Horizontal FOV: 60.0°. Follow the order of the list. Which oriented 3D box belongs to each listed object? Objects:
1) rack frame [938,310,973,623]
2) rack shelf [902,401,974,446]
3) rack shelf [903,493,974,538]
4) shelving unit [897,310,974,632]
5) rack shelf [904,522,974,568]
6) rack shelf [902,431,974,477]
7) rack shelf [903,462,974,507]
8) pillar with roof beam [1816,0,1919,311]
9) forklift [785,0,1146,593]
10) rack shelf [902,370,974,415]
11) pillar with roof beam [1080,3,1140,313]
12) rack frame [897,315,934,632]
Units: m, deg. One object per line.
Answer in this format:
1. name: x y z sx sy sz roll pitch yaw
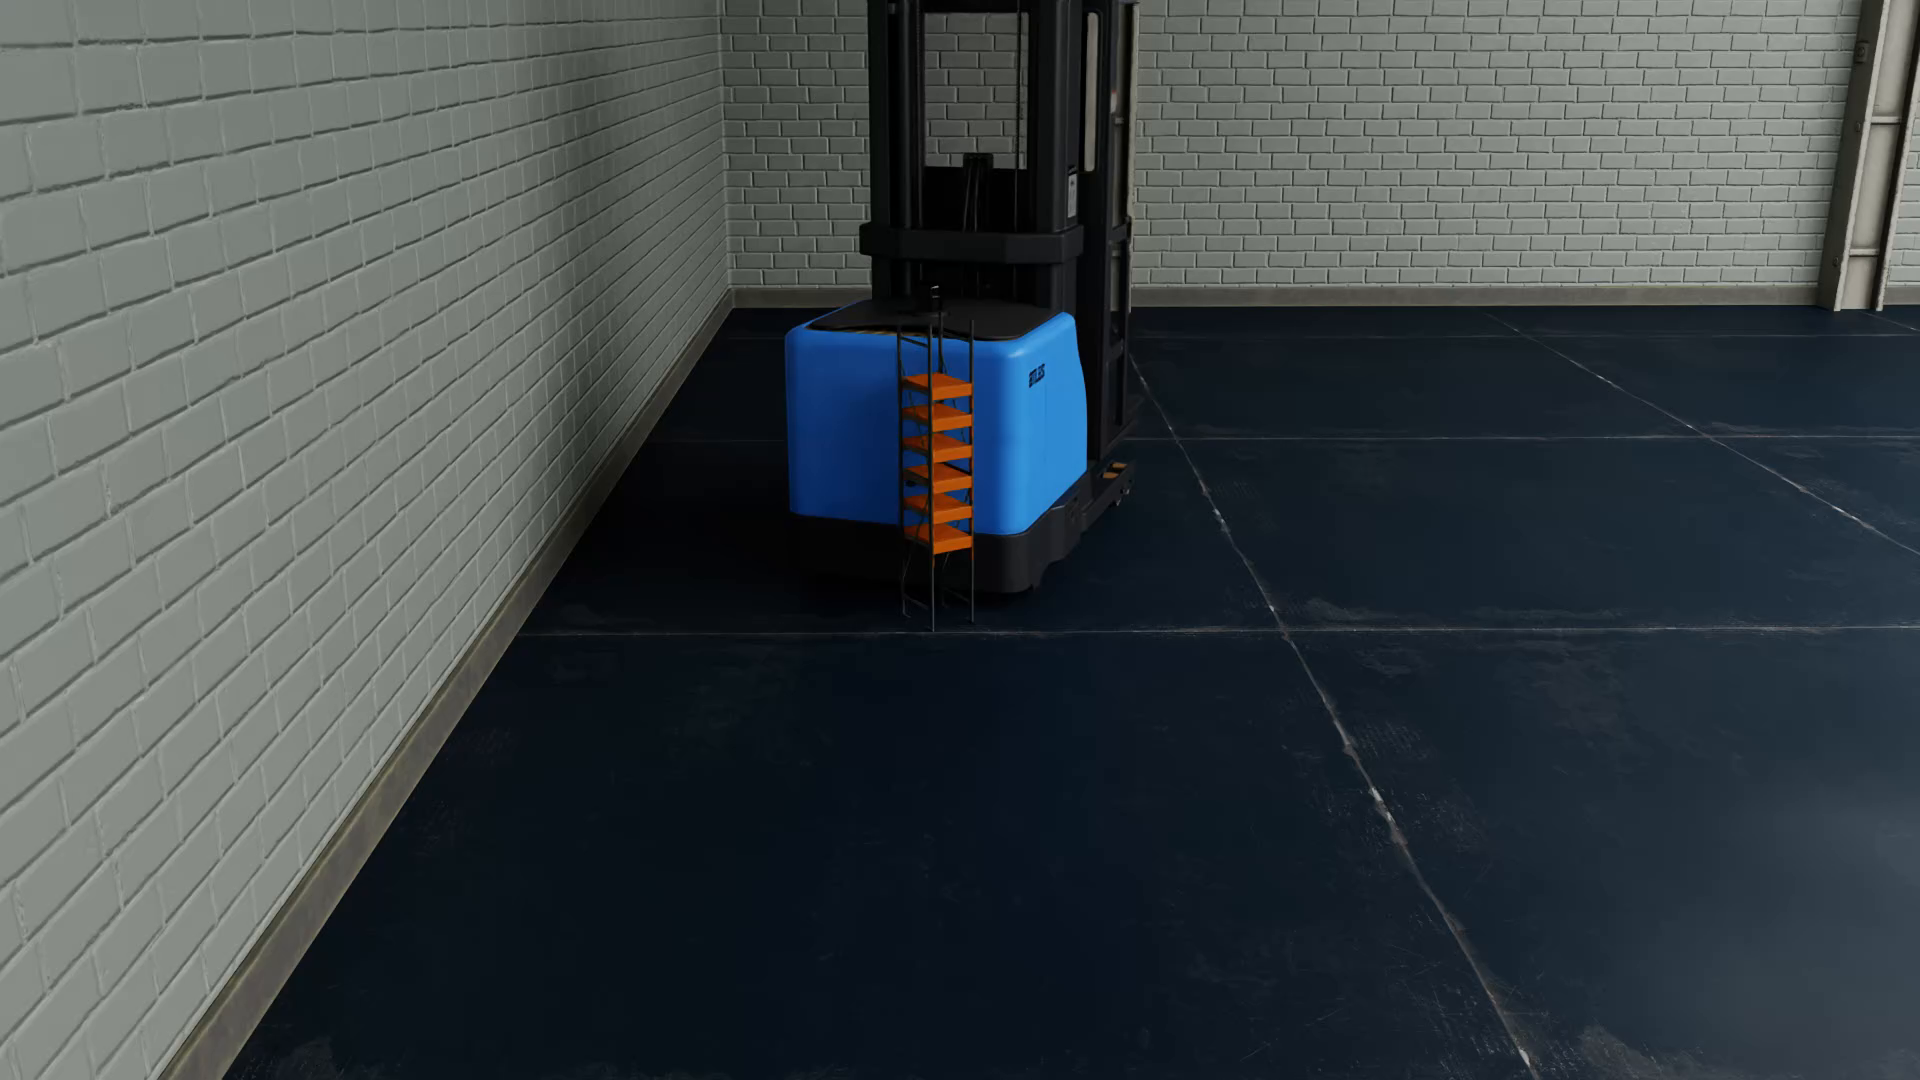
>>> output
1. rack frame: -0.016 -0.276 6.442 0.006 1.200 0.240 -11 21 -31
2. rack shelf: -0.093 -0.447 6.334 0.180 0.103 0.258 -11 21 -31
3. rack shelf: -0.093 -0.104 6.445 0.180 0.103 0.258 -11 21 -31
4. shelving unit: -0.093 -0.261 6.394 0.189 1.200 0.258 -11 21 -31
5. rack shelf: -0.092 0.010 6.482 0.180 0.103 0.258 -11 21 -31
6. rack shelf: -0.093 -0.333 6.371 0.180 0.103 0.258 -11 21 -31
7. rack shelf: -0.093 -0.218 6.408 0.180 0.103 0.258 -11 21 -31
8. pillar with roof beam: 7.214 -4.842 7.909 0.400 9.000 9.100 0 18 -1
9. forklift: 0.233 -1.593 7.716 1.130 2.935 3.031 6 19 18
10. rack shelf: -0.094 -0.561 6.297 0.180 0.103 0.258 -11 21 -31
11. pillar with roof beam: 1.215 -4.813 7.818 0.400 9.000 9.100 0 18 -1
12. rack frame: -0.170 -0.245 6.347 0.006 1.200 0.240 -11 21 -31
